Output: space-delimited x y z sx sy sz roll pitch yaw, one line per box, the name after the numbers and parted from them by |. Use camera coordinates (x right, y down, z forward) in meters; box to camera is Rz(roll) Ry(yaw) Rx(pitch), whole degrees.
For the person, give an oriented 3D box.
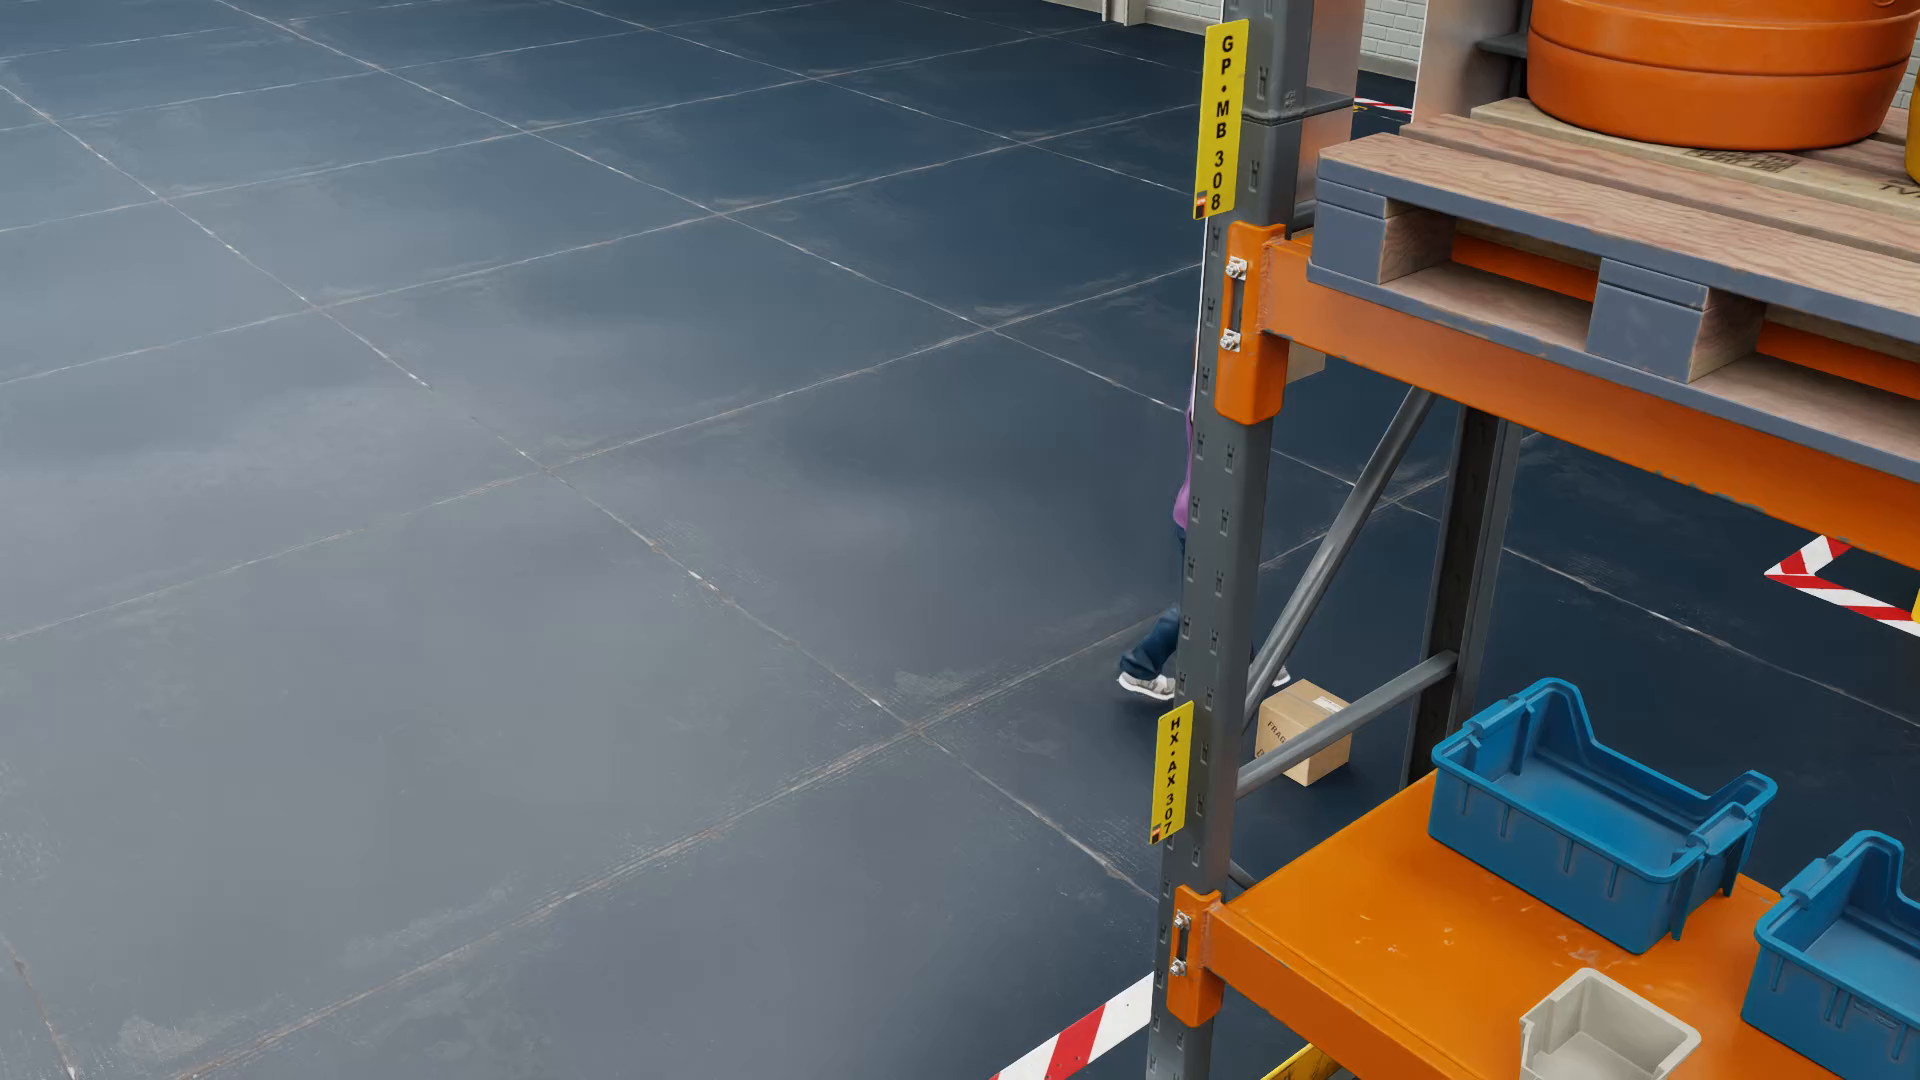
0.972 -0.087 6.271 0.615 1.575 0.460 12 31 21 | person
